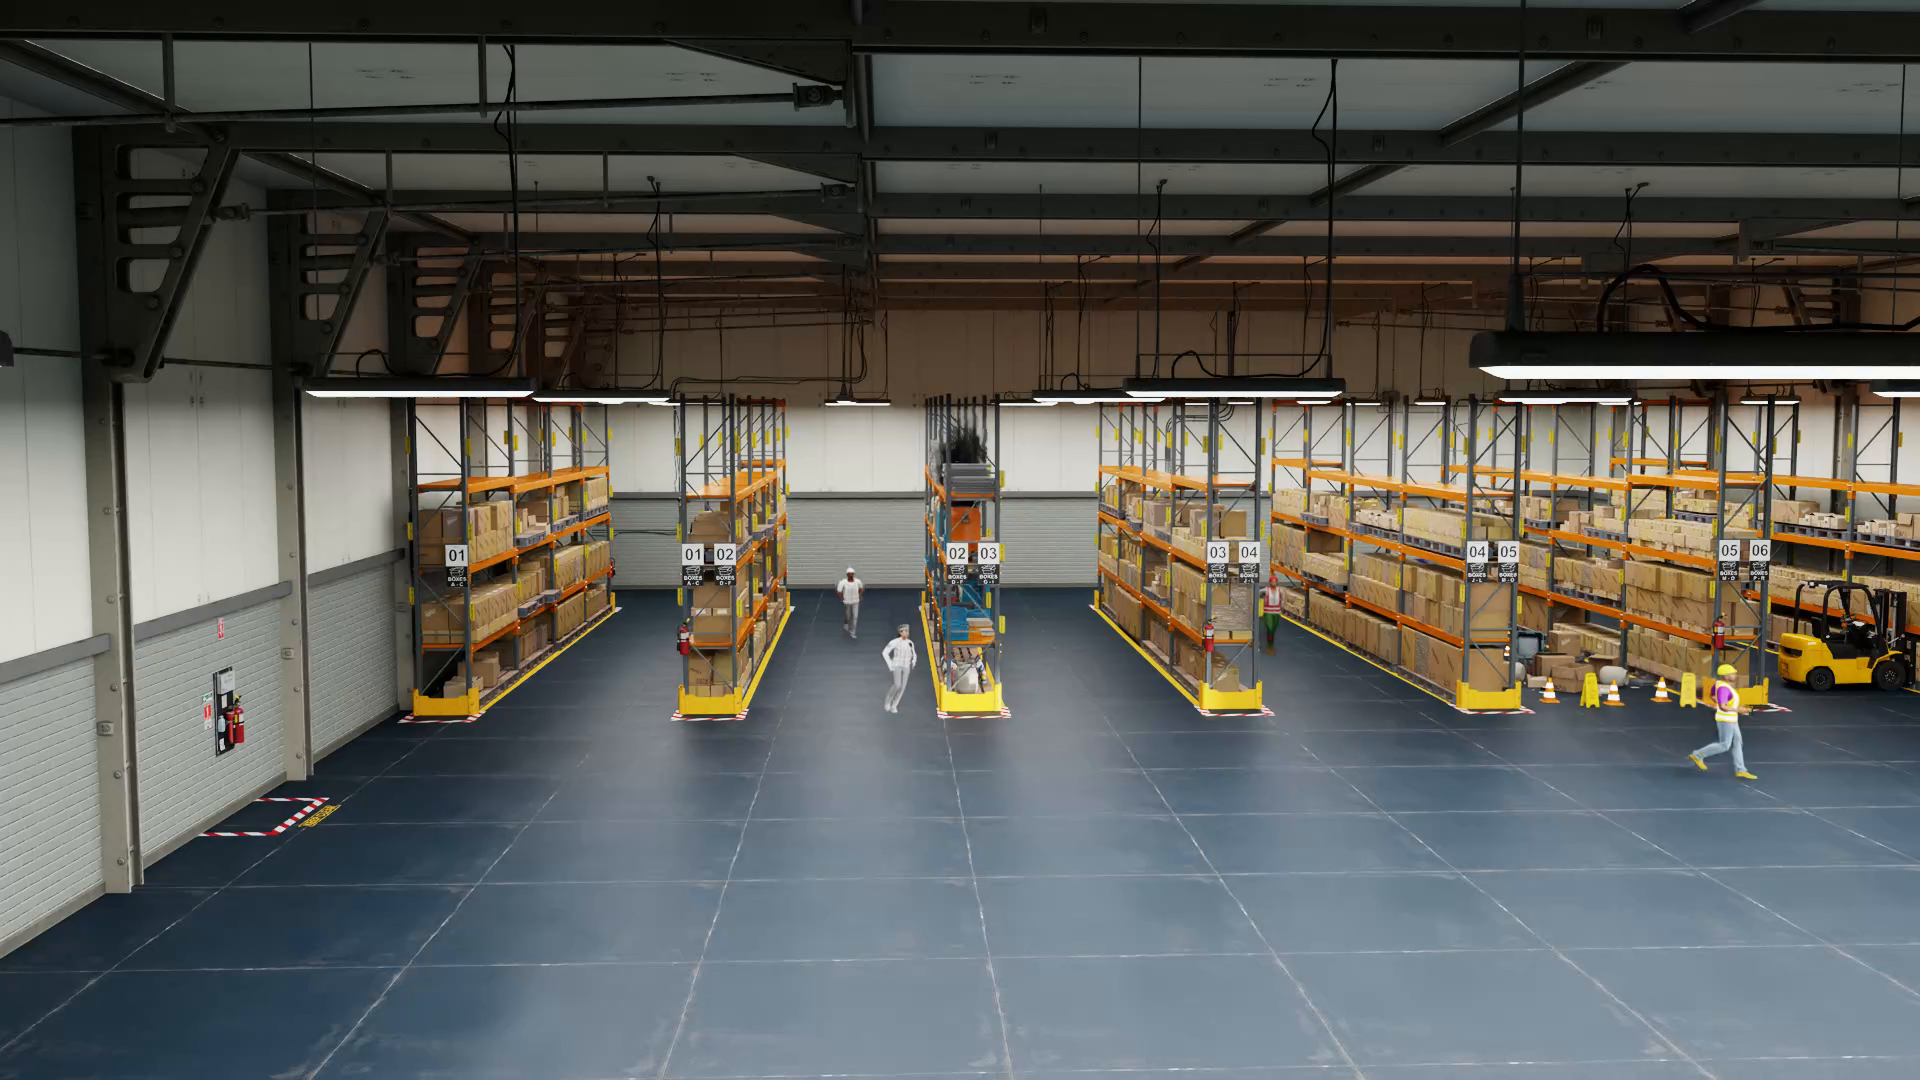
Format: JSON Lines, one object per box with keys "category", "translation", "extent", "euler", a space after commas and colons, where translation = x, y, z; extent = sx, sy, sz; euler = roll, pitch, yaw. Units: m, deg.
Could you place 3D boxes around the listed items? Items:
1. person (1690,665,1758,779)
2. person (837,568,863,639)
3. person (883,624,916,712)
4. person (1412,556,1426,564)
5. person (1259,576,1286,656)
{"category": "person", "translation": [11.840, 2.802, 25.722], "extent": [0.956, 1.762, 0.700], "euler": [2, 5, 29]}
{"category": "person", "translation": [-2.734, 1.574, 41.645], "extent": [0.699, 1.758, 0.850], "euler": [-1, 5, -14]}
{"category": "person", "translation": [-1.086, 2.383, 30.918], "extent": [0.669, 1.619, 0.571], "euler": [-2, 5, -21]}
{"category": "person", "translation": [13.607, 1.017, 49.403], "extent": [0.721, 1.706, 0.579], "euler": [1, 5, 13]}
{"category": "person", "translation": [7.310, 1.749, 38.928], "extent": [0.640, 1.839, 0.865], "euler": [-1, 5, -9]}
